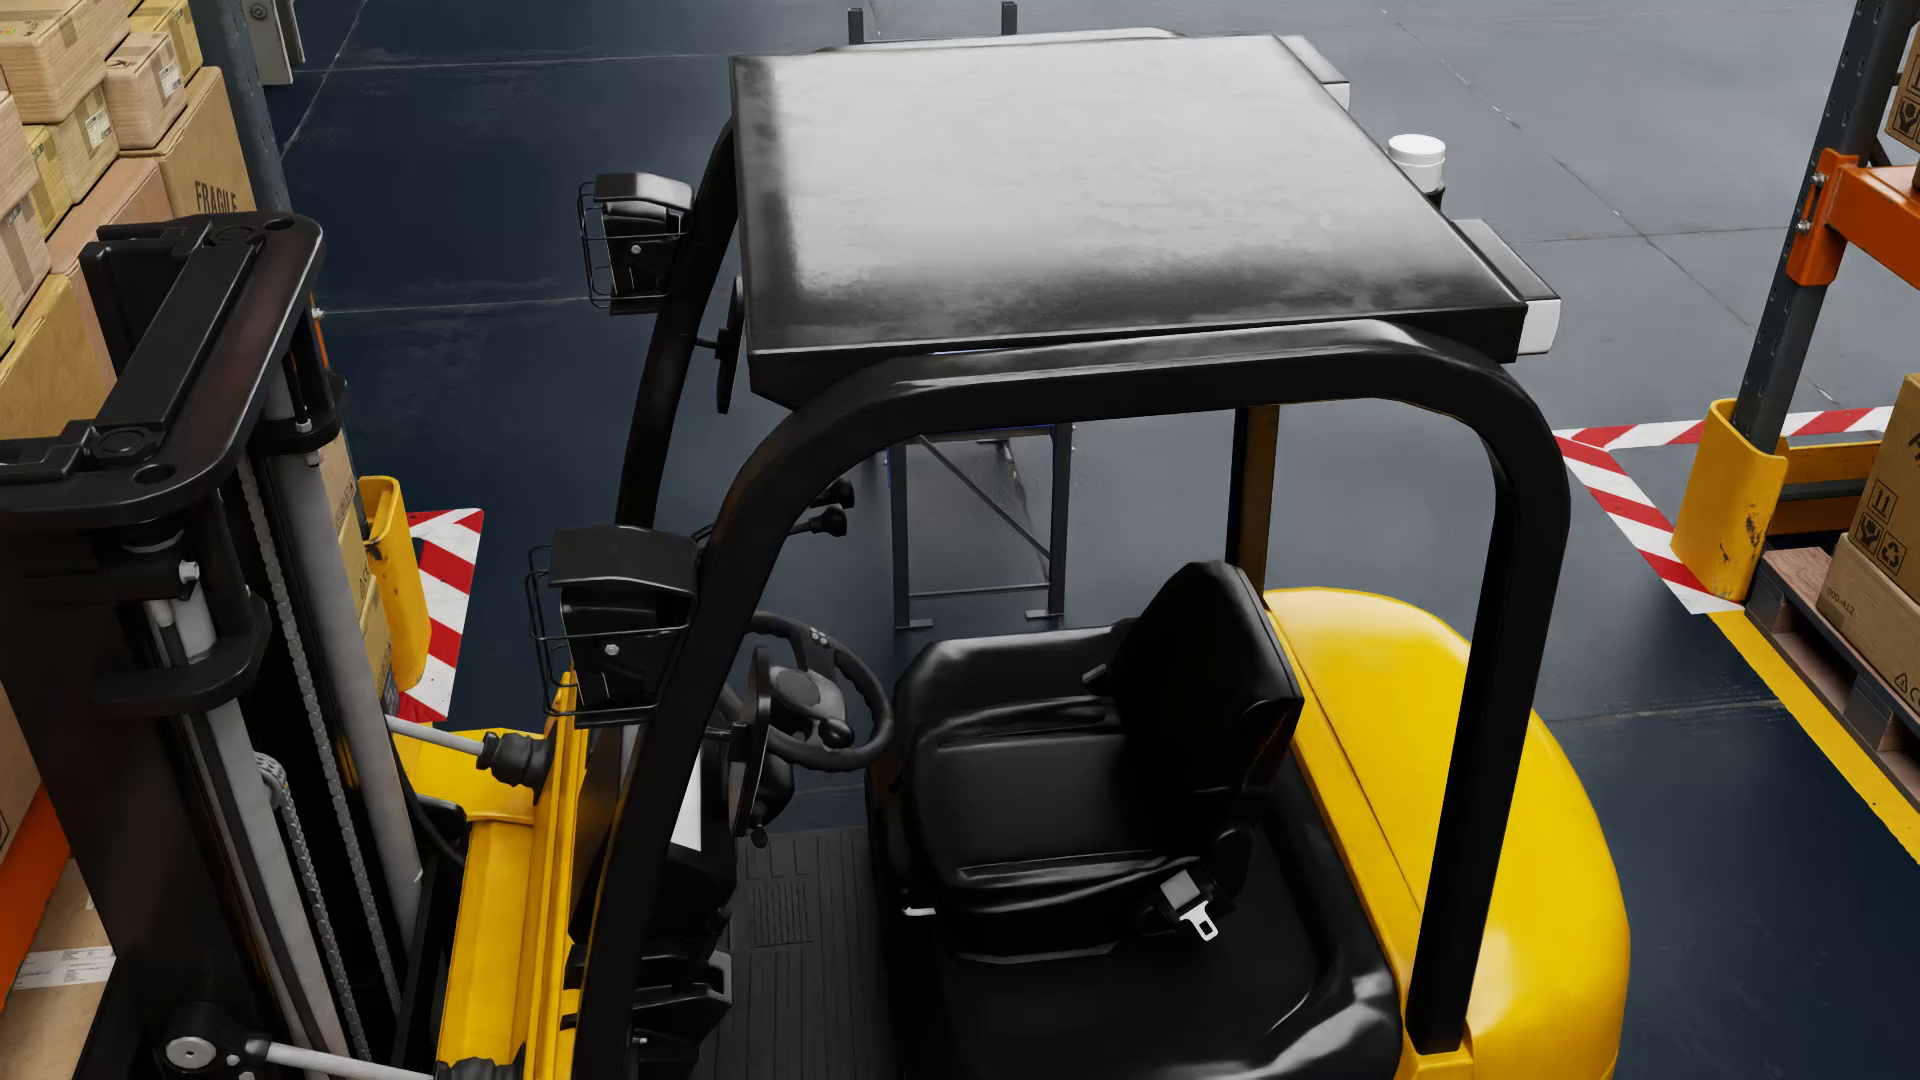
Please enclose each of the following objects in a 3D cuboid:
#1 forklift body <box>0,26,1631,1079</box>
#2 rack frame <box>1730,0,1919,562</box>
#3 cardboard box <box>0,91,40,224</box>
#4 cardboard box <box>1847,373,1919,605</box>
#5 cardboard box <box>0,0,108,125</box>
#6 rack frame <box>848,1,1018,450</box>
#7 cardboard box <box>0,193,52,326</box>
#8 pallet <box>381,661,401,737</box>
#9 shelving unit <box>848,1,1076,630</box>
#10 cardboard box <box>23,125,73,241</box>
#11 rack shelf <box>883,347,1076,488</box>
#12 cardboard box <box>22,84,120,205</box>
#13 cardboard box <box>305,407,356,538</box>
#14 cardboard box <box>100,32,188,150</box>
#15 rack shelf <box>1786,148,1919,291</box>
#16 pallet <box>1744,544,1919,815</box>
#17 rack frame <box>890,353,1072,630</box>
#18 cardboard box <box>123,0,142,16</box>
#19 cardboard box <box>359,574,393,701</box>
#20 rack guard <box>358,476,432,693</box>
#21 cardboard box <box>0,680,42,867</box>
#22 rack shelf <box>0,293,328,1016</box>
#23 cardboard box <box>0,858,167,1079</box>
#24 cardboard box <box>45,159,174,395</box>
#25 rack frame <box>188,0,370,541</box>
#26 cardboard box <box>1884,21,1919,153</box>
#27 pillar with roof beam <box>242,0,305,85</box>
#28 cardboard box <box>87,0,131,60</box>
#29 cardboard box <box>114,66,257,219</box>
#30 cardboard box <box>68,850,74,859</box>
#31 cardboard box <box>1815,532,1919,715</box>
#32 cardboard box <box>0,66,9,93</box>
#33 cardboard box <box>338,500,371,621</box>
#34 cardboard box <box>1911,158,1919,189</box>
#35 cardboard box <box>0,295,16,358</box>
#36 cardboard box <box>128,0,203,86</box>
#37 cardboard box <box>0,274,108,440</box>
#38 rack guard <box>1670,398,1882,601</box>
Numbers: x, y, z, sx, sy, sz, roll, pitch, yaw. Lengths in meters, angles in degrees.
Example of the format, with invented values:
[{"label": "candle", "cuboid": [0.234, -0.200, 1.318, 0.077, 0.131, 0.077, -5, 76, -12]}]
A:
[{"label": "forklift body", "cuboid": [-0.043, 0.415, 2.731, 2.313, 2.155, 1.214, -4, 35, -6]}, {"label": "rack frame", "cuboid": [2.812, -1.234, 4.397, 1.000, 3.000, 0.127, -4, 35, -6]}, {"label": "cardboard box", "cuboid": [-1.618, -0.544, 2.455, 0.380, 0.149, 0.250, -4, 34, -5]}, {"label": "cardboard box", "cuboid": [2.650, -0.097, 4.131, 0.500, 0.500, 0.500, -5, 35, -8]}, {"label": "cardboard box", "cuboid": [-1.723, -0.825, 2.868, 0.380, 0.149, 0.250, -4, 34, -5]}, {"label": "rack frame", "cuboid": [-0.080, -0.951, 5.314, 0.500, 1.500, 0.032, -4, 35, -6]}, {"label": "cardboard box", "cuboid": [-1.639, -0.419, 2.536, 0.380, 0.149, 0.250, -5, 35, -8]}, {"label": "pallet", "cuboid": [-1.962, 0.720, 4.006, 1.003, 0.211, 1.213, -4, 35, -6]}, {"label": "shelving unit", "cuboid": [-0.011, -0.667, 4.897, 0.538, 1.500, 1.048, -4, 35, -6]}, {"label": "cardboard box", "cuboid": [-1.722, -0.564, 2.749, 0.380, 0.149, 0.250, -5, 35, -7]}, {"label": "rack shelf", "cuboid": [-0.011, -0.519, 4.999, 0.538, 0.185, 1.000, -4, 35, -6]}, {"label": "cardboard box", "cuboid": [-1.744, -0.703, 2.954, 0.380, 0.149, 0.250, -4, 34, -5]}, {"label": "cardboard box", "cuboid": [-1.735, -0.073, 3.874, 0.500, 0.250, 0.500, -3, 34, -5]}, {"label": "cardboard box", "cuboid": [-1.718, -0.853, 3.173, 0.380, 0.149, 0.250, -4, 34, -6]}, {"label": "rack shelf", "cuboid": [3.081, 0.179, 2.962, 1.077, 0.370, 4.000, -4, 35, -6]}, {"label": "pallet", "cuboid": [2.896, 0.417, 4.451, 1.003, 0.211, 1.213, -4, 35, -6]}, {"label": "rack frame", "cuboid": [0.057, -0.384, 4.481, 0.500, 1.500, 0.032, -4, 35, -6]}, {"label": "cardboard box", "cuboid": [-1.849, -1.104, 3.278, 0.380, 0.149, 0.250, -4, 35, -6]}, {"label": "cardboard box", "cuboid": [-1.730, 0.345, 4.149, 0.500, 0.250, 0.500, -4, 34, -6]}, {"label": "rack guard", "cuboid": [-2.109, 0.164, 4.566, 1.175, 0.500, 0.348, -4, 35, -6]}, {"label": "cardboard box", "cuboid": [-1.571, 0.213, 2.185, 0.500, 0.500, 0.500, -4, 34, -6]}, {"label": "rack shelf", "cuboid": [-1.837, 0.557, 2.407, 1.077, 0.370, 4.000, -4, 35, -6]}, {"label": "cardboard box", "cuboid": [-1.522, 0.776, 2.629, 0.500, 0.250, 0.500, -5, 35, -7]}, {"label": "cardboard box", "cuboid": [-1.719, -0.352, 3.015, 0.500, 0.500, 0.500, -3, 34, -5]}, {"label": "rack frame", "cuboid": [-2.106, -0.856, 3.842, 1.000, 3.000, 0.127, -4, 35, -6]}, {"label": "cardboard box", "cuboid": [2.601, -1.113, 3.866, 0.500, 0.500, 0.500, -5, 35, -7]}, {"label": "pillar with roof beam", "cuboid": [0.553, -6.552, 6.874, 9.100, 9.000, 0.400, -4, 35, -6]}, {"label": "cardboard box", "cuboid": [-1.785, -0.969, 3.079, 0.380, 0.149, 0.250, -4, 35, -6]}, {"label": "cardboard box", "cuboid": [-1.780, -0.643, 3.440, 0.500, 0.500, 0.500, -5, 35, -7]}, {"label": "cardboard box", "cuboid": [-1.583, 0.492, 3.045, 0.500, 0.250, 0.500, -4, 34, -6]}, {"label": "cardboard box", "cuboid": [2.646, 0.200, 4.362, 0.500, 0.250, 0.500, -5, 35, -7]}, {"label": "cardboard box", "cuboid": [-1.763, -0.681, 2.656, 0.380, 0.149, 0.250, -4, 34, -6]}, {"label": "cardboard box", "cuboid": [-1.731, 0.148, 3.994, 0.500, 0.250, 0.500, -5, 35, -7]}, {"label": "cardboard box", "cuboid": [2.653, -0.925, 4.167, 0.380, 0.149, 0.250, -4, 35, -6]}, {"label": "cardboard box", "cuboid": [-1.585, -0.279, 2.331, 0.380, 0.149, 0.250, -4, 34, -6]}, {"label": "cardboard box", "cuboid": [-1.782, -0.993, 3.379, 0.380, 0.149, 0.250, -4, 34, -6]}, {"label": "cardboard box", "cuboid": [-1.650, -0.066, 2.595, 0.500, 0.500, 0.500, -5, 35, -7]}, {"label": "rack guard", "cuboid": [2.822, -0.159, 5.039, 1.175, 0.500, 0.348, -4, 35, -6]}]
